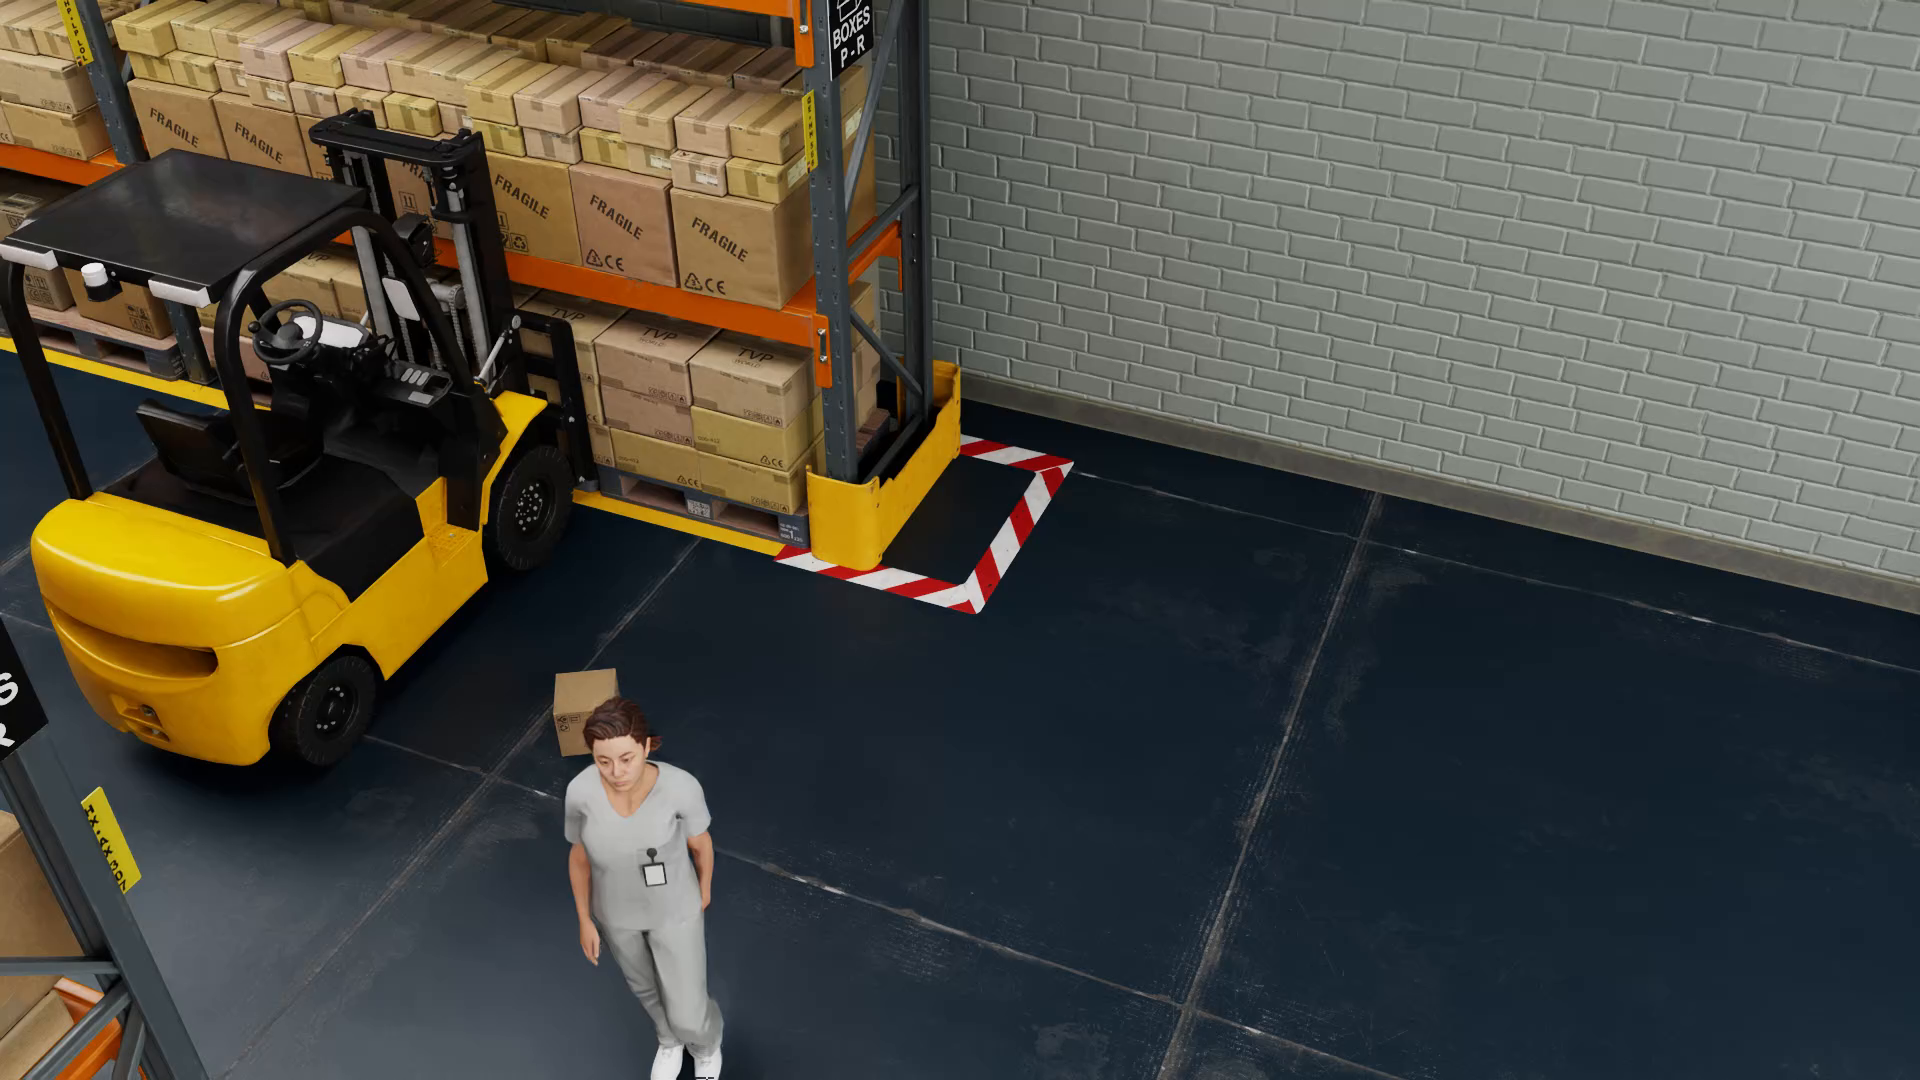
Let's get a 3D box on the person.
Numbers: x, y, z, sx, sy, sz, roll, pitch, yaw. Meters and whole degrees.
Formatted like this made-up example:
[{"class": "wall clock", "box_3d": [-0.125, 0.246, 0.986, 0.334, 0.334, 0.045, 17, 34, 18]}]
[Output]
[{"class": "person", "box_3d": [-0.992, 1.192, 5.257, 0.439, 1.685, 0.454, 3, 38, 3]}]
